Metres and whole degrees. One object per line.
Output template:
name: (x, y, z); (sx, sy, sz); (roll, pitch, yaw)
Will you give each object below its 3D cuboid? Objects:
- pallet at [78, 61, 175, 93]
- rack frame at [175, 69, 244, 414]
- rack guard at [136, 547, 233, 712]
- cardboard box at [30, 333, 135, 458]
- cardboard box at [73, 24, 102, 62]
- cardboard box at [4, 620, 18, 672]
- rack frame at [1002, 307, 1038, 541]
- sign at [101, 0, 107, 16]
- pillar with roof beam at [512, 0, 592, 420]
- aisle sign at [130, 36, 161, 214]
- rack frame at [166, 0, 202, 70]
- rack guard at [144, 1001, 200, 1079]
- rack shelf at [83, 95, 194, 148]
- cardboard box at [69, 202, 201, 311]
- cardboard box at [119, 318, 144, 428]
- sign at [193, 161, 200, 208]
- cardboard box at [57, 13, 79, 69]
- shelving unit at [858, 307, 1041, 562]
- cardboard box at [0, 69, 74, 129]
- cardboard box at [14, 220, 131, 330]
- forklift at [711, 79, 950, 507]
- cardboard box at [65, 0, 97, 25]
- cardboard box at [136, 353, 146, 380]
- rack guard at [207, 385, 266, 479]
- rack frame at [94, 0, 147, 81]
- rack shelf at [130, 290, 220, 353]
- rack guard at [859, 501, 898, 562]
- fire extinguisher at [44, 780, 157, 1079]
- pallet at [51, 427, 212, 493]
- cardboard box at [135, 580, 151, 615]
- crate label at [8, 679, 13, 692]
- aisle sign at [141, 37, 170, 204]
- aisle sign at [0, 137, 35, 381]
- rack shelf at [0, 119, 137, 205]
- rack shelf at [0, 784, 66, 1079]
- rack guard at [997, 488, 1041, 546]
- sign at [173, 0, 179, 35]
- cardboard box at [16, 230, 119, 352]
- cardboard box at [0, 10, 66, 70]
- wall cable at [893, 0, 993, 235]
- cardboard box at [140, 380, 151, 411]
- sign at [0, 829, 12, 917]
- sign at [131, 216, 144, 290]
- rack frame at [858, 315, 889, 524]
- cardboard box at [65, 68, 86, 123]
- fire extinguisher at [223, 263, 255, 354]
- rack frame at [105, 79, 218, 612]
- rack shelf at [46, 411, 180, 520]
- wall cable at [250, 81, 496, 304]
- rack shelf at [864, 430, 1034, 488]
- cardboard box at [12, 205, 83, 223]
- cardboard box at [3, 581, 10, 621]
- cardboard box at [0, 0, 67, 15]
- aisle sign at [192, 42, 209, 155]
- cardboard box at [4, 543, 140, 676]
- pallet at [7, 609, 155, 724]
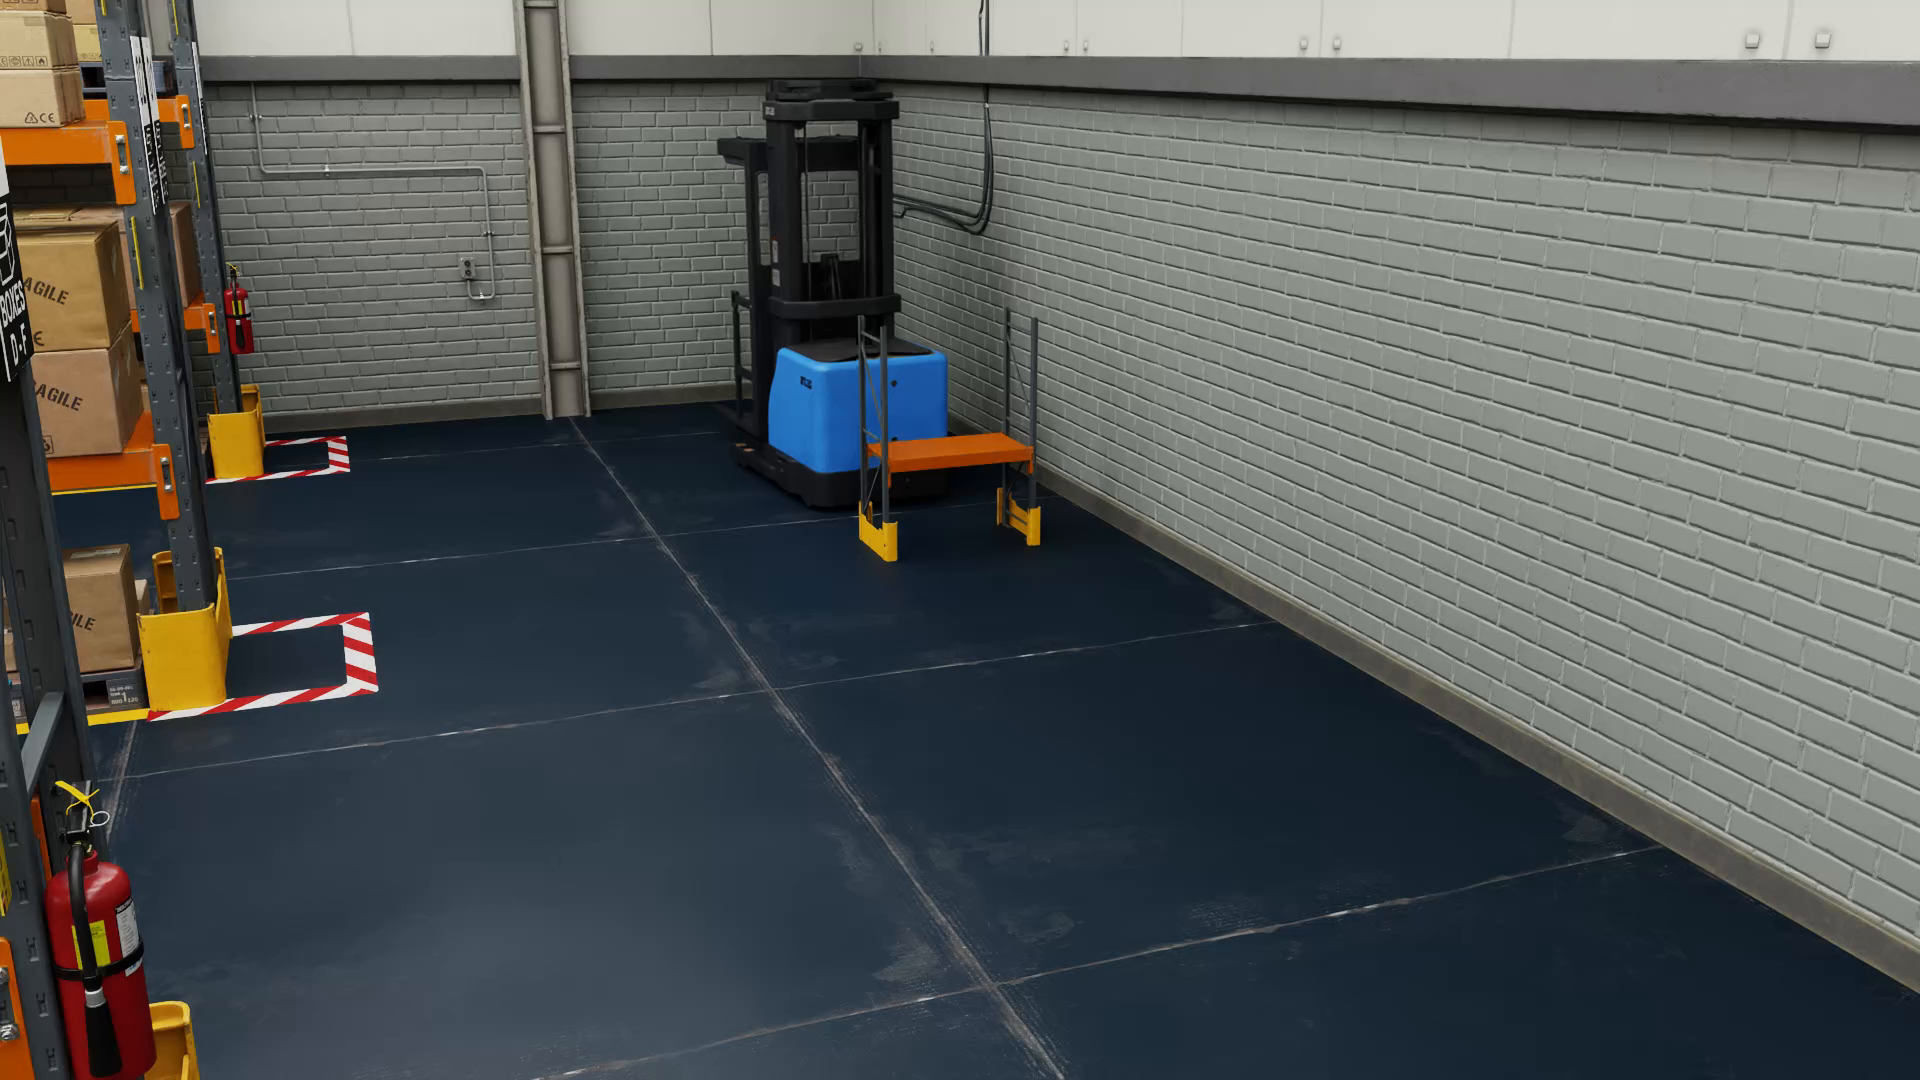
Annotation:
pallet: (-6.431, -3.384, 12.132); (1.213, 0.211, 1.003); (-6, 17, -20)
rack frame: (-5.742, -2.065, 12.806); (0.127, 3.000, 1.000); (-6, 17, -20)
rack guard: (-4.037, 0.445, 8.695); (0.348, 0.500, 1.175); (-6, 17, -20)
cardboard box: (-4.287, -0.693, 7.957); (0.500, 0.500, 0.500); (-6, 17, -18)
cardboard box: (-6.331, -3.538, 11.842); (0.500, 0.250, 0.500); (-6, 17, -18)
cardboard box: (-4.796, 0.523, 8.241); (0.250, 0.166, 0.380); (-6, 17, -20)
rack frame: (0.395, -0.762, 11.032); (0.032, 1.500, 0.500); (-6, 17, -20)
sign: (-3.786, -2.478, 7.318); (0.005, 0.325, 0.100); (-6, 17, -20)
pillar with roof beam: (-1.990, -4.310, 9.806); (0.400, 9.000, 9.100); (-6, 17, -20)
aisle sign: (-3.793, -1.936, 7.752); (0.004, 0.787, 0.394); (-6, 17, -20)
rack frame: (-5.742, -4.943, 11.961); (0.127, 3.000, 1.000); (-6, 17, -20)
rack guard: (-2.180, 1.735, 4.302); (0.348, 0.500, 1.175); (-6, 17, -20)
rack shelf: (-7.610, -2.957, 11.798); (4.000, 0.370, 1.077); (-6, 17, -20)
cardboard box: (-6.215, -2.155, 12.580); (0.700, 0.700, 0.980); (-5, 17, -18)
cardboard box: (-4.475, -0.835, 8.439); (0.500, 0.500, 0.500); (-6, 17, -19)
sign: (-5.561, -2.590, 12.119); (0.005, 0.325, 0.100); (-6, 17, -20)
cardboard box: (-4.539, -2.386, 7.954); (0.500, 0.250, 0.500); (-6, 17, -20)
shelving unit: (-0.071, -0.712, 10.861); (1.083, 1.500, 0.587); (-6, 17, -20)
cardboard box: (-4.352, -2.008, 7.555); (0.500, 0.250, 0.500); (-6, 17, -20)
cardboard box: (-4.475, -1.314, 8.298); (0.500, 0.500, 0.500); (-6, 17, -18)
forklift: (-1.168, -2.007, 12.731); (1.130, 2.935, 3.031); (-8, 18, -25)
cardboard box: (-6.328, -3.896, 11.730); (0.500, 0.500, 0.500); (-6, 17, -20)
cardboard box: (-6.315, -1.347, 12.900); (0.250, 0.149, 0.380); (-6, 17, -20)
rack guard: (-5.720, -0.868, 13.167); (0.348, 0.500, 1.175); (-6, 17, -20)
rack frame: (-3.966, -3.640, 7.524); (0.127, 3.000, 1.000); (-6, 17, -20)
rack shelf: (-7.610, -1.518, 12.221); (4.000, 0.370, 1.077); (-6, 17, -20)
rack guard: (-0.536, -0.062, 10.866); (0.087, 0.250, 0.587); (-6, 17, -20)
fire extinguisher: (-1.894, 0.862, 3.638); (0.183, 0.674, 0.296); (-6, 17, -20)
pallet: (-6.461, -0.626, 12.854); (1.213, 0.211, 1.003); (-6, 17, -20)
cardboard box: (-4.480, 0.347, 8.873); (0.250, 0.149, 0.380); (-6, 17, -20)
crate label: (-2.546, 0.532, 4.155); (0.303, 0.233, 0.416); (-6, 17, -20)
aisle sign: (-4.008, -2.093, 8.289); (0.004, 0.787, 0.394); (-6, 17, -20)
aisle sign: (-2.237, -0.791, 3.854); (0.004, 0.787, 0.394); (-6, 17, -20)
rack shelf: (-5.834, -1.654, 7.361); (4.000, 0.370, 1.077); (-6, 17, -20)
rack shelf: (-4.065, 1.089, 3.345); (4.000, 0.370, 1.077); (-6, 17, -20)
rack guard: (0.394, -0.162, 11.208); (0.087, 0.250, 0.587); (-6, 17, -20)
sign: (-5.561, -3.747, 11.779); (0.005, 0.325, 0.100); (-6, 17, -20)
cardboard box: (-4.284, -1.172, 7.815); (0.500, 0.500, 0.500); (-6, 18, -21)
cardboard box: (-4.355, -2.250, 7.492); (0.500, 0.250, 0.500); (-6, 17, -20)
wall cable: (-0.333, -3.930, 14.020); (0.112, 2.526, 3.097); (-6, 17, -20)
cardboard box: (-6.360, -0.970, 12.769); (0.500, 0.500, 0.700); (-6, 17, -20)
sign: (-1.985, 0.607, 3.420); (0.005, 0.325, 0.100); (-6, 17, -20)
sign: (-3.786, -1.321, 7.657); (0.005, 0.325, 0.100); (-6, 17, -20)
rack frame: (-0.554, -0.660, 10.683); (0.032, 1.500, 0.500); (-6, 17, -20)
cardboard box: (-4.537, -2.144, 8.019); (0.500, 0.250, 0.500); (-6, 17, -20)
fire extinguisher: (-5.436, -1.743, 12.508); (0.183, 0.674, 0.296); (-6, 17, -20)
rack frame: (-3.966, -0.762, 8.369); (0.127, 3.000, 1.000); (-6, 17, -20)
rack shelf: (-5.834, -0.215, 7.784); (4.000, 0.370, 1.077); (-6, 17, -20)
wall cable: (-4.885, -2.930, 13.950); (1.851, 1.984, 0.084); (-6, 17, -20)
rack shelf: (-0.080, -0.538, 10.908); (1.000, 0.185, 0.538); (-6, 17, -20)
cardboard box: (-6.890, -2.078, 12.320); (0.700, 0.700, 0.980); (-6, 18, -21)
cardboard box: (-5.043, 0.377, 8.590); (0.500, 0.250, 0.500); (-6, 17, -20)
cardboard box: (-4.440, -2.673, 7.601); (0.500, 0.500, 0.700); (-6, 17, -20)
aisle sign: (-5.568, -3.241, 12.196); (0.004, 0.787, 0.394); (-6, 17, -20)
cardboard box: (-4.386, 0.346, 8.252); (0.500, 0.500, 0.500); (-6, 17, -20)
pallet: (-4.781, 0.664, 8.461); (1.213, 0.211, 1.003); (-6, 17, -20)
